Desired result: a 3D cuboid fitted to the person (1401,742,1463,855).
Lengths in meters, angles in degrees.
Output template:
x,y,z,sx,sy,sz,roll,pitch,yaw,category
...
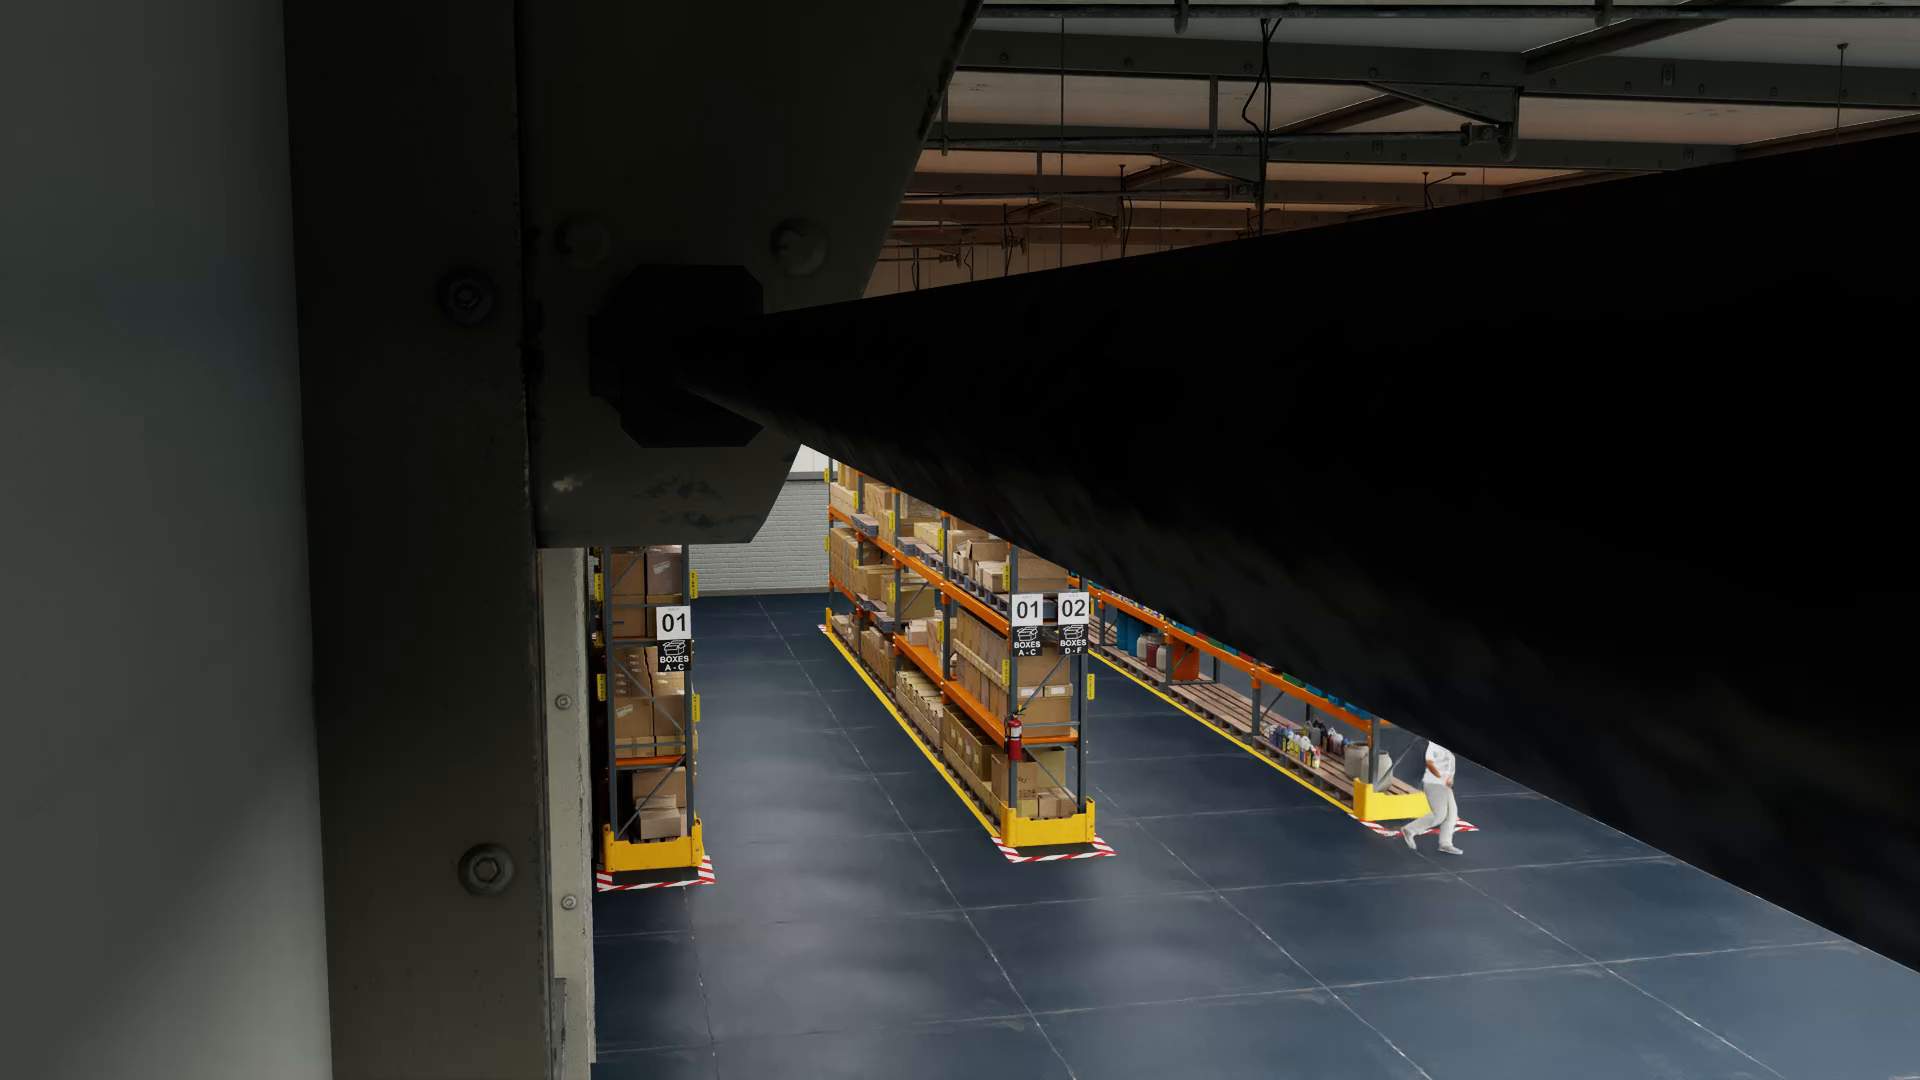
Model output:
x,y,z,sx,sy,sz,roll,pitch,yaw,category
5.948,3.062,20.810,0.748,1.633,0.683,3,7,22,person
